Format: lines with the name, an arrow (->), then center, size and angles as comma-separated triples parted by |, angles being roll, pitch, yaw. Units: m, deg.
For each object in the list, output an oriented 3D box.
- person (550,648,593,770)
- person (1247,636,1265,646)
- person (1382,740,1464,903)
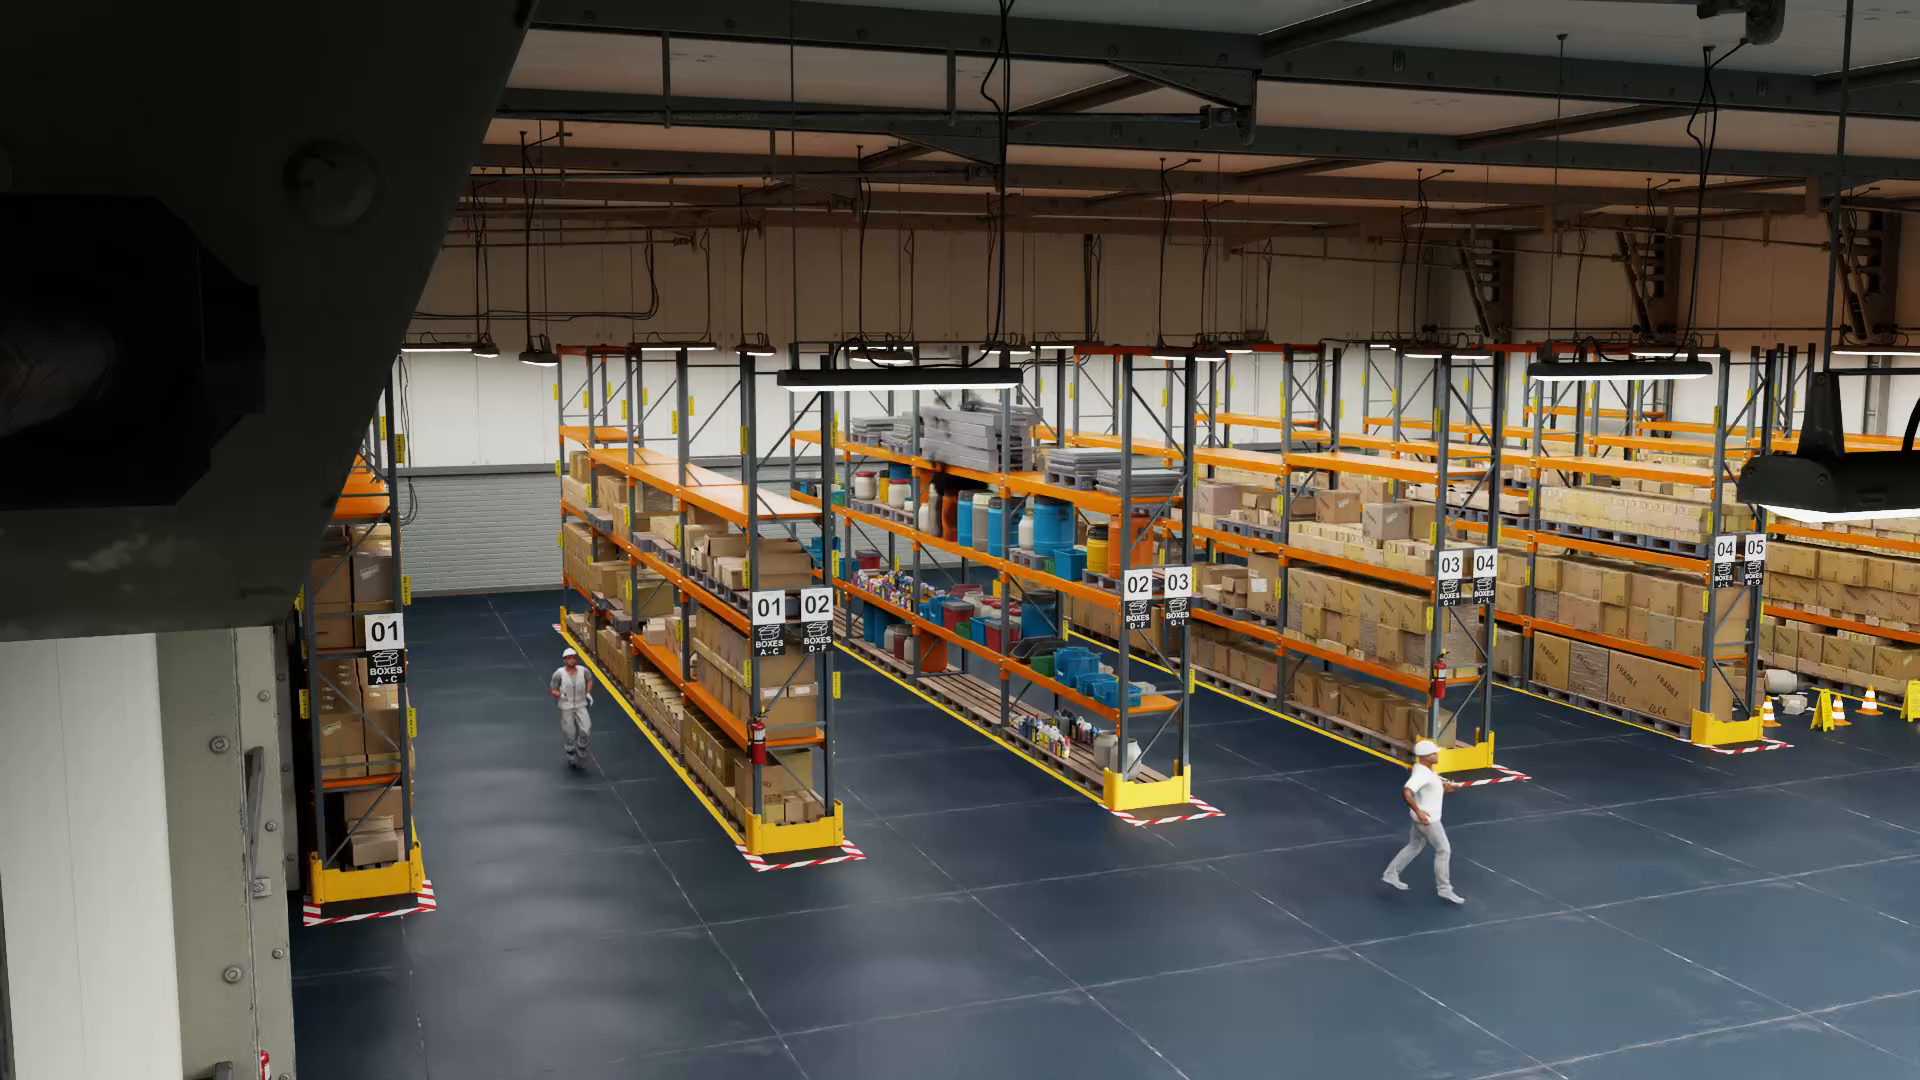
person -> -5.531, 2.432, 23.834 | 0.628, 1.784, 0.692 | -3, 8, -22
person -> 5.901, 1.406, 32.206 | 0.644, 1.694, 0.605 | -3, 8, -24
person -> 5.159, 3.104, 18.443 | 0.876, 1.802, 0.686 | 1, 7, 6
